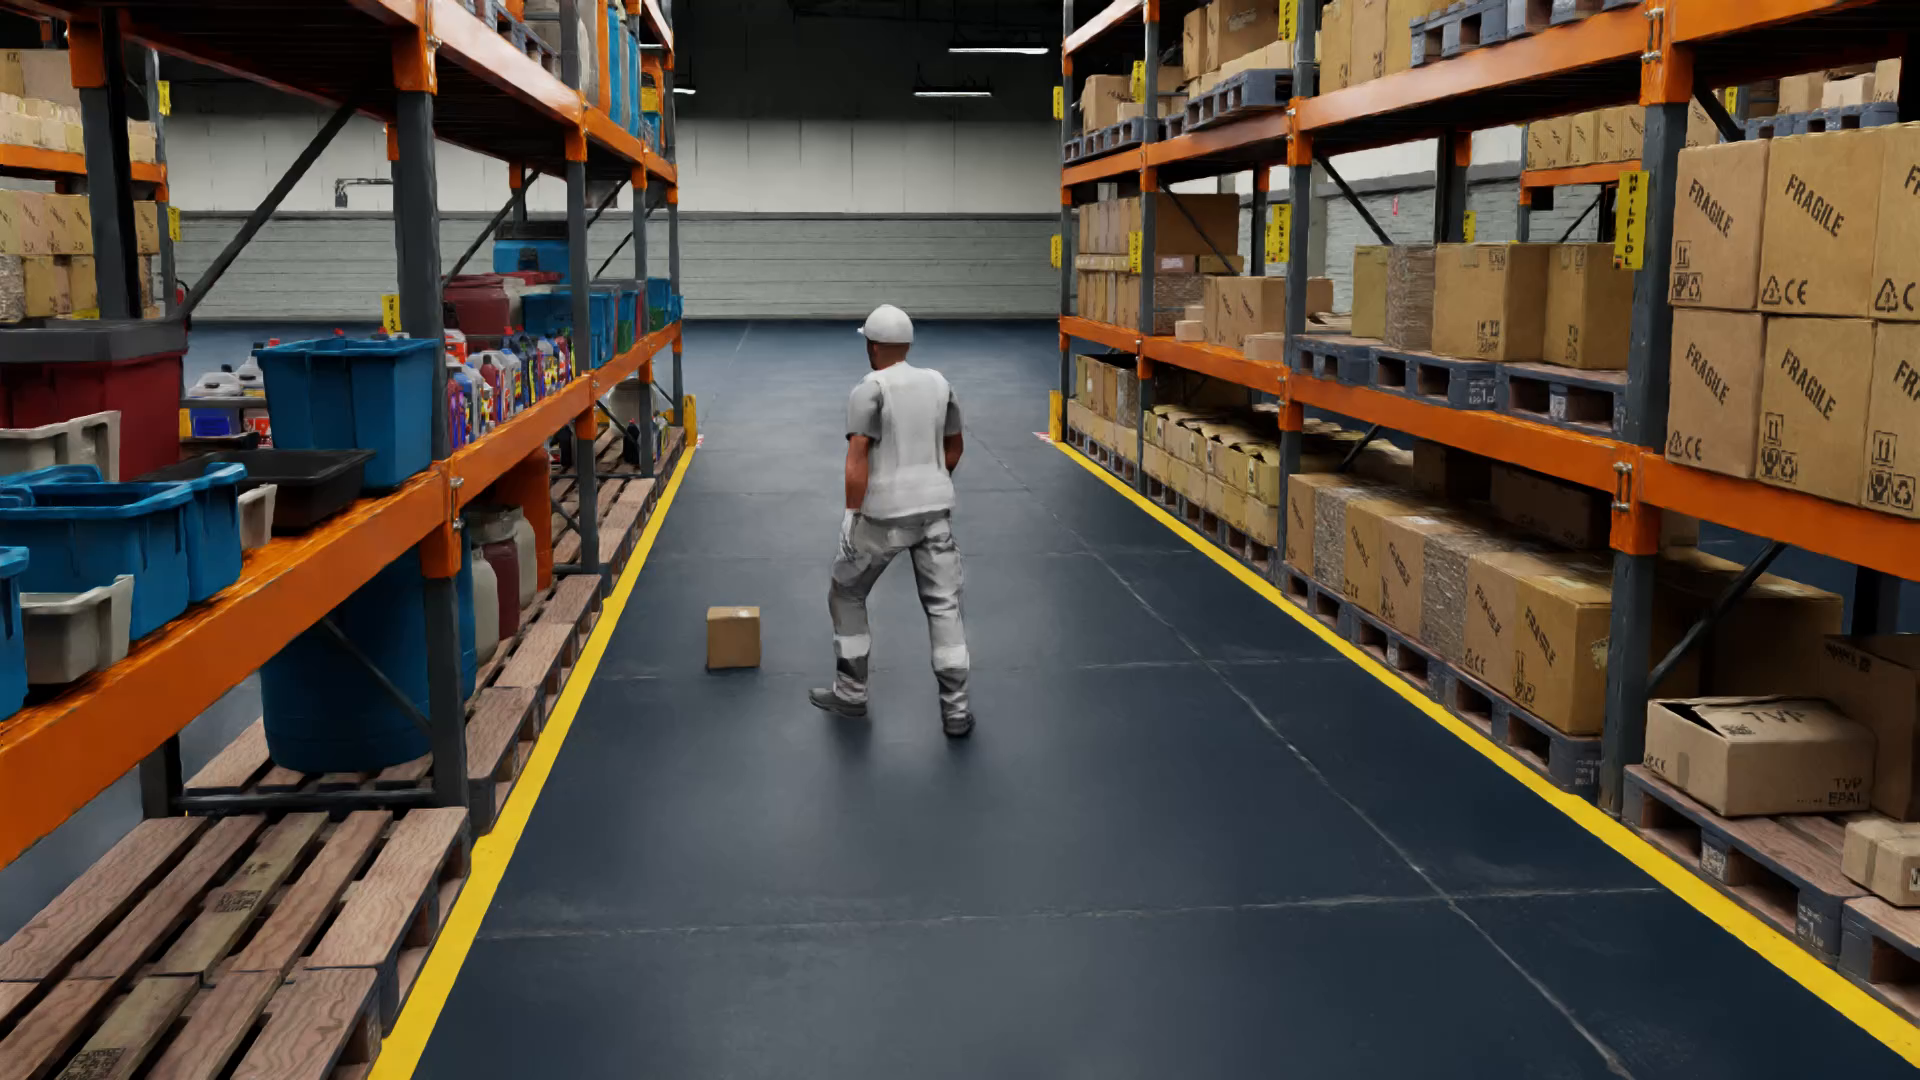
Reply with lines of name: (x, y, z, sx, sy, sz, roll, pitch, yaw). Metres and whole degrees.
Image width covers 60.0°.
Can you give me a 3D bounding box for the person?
person: (-0.260, -0.099, 6.941, 0.660, 1.745, 0.719, -6, 11, -30)
